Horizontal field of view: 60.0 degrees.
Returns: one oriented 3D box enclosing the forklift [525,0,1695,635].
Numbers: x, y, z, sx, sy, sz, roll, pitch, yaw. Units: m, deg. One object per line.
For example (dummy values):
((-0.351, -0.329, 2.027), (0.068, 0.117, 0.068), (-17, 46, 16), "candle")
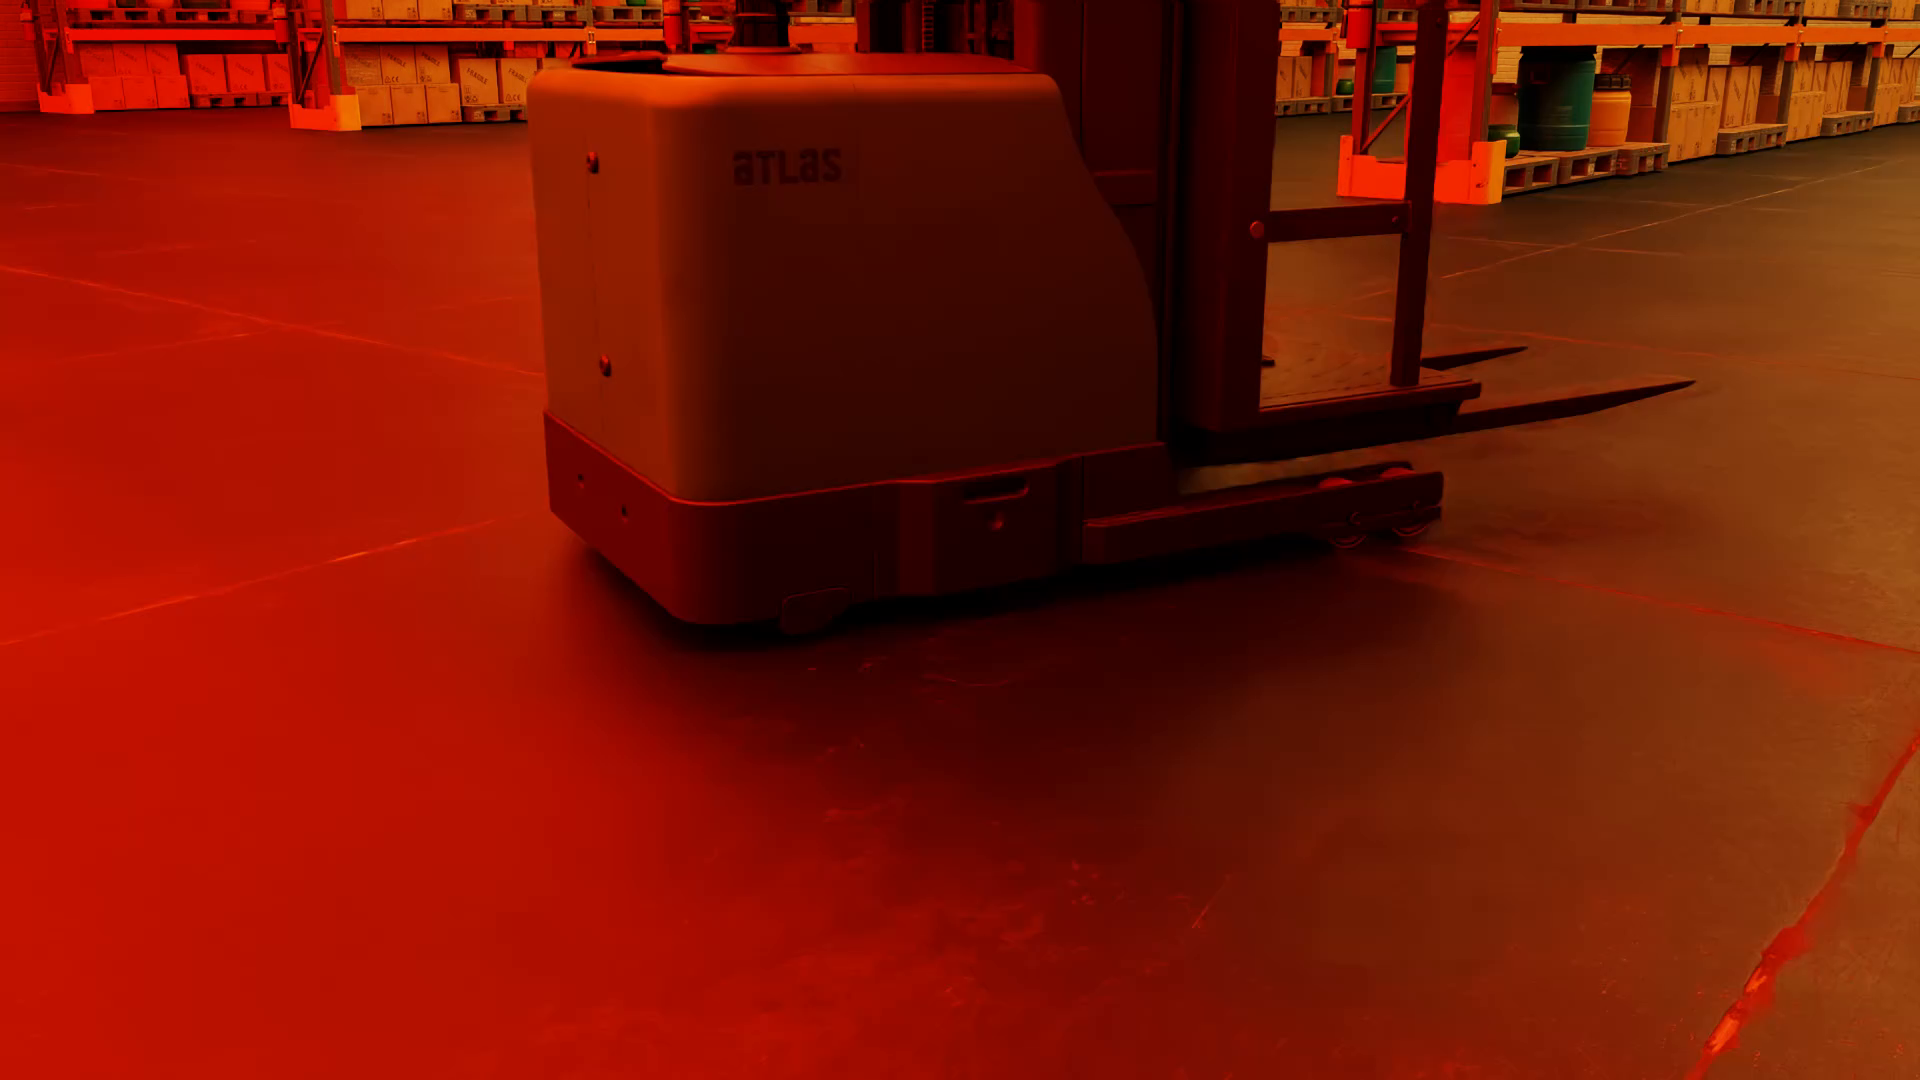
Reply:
((0.567, -1.506, 3.857), (3.031, 2.935, 1.130), (-9, 19, -28), "forklift")
